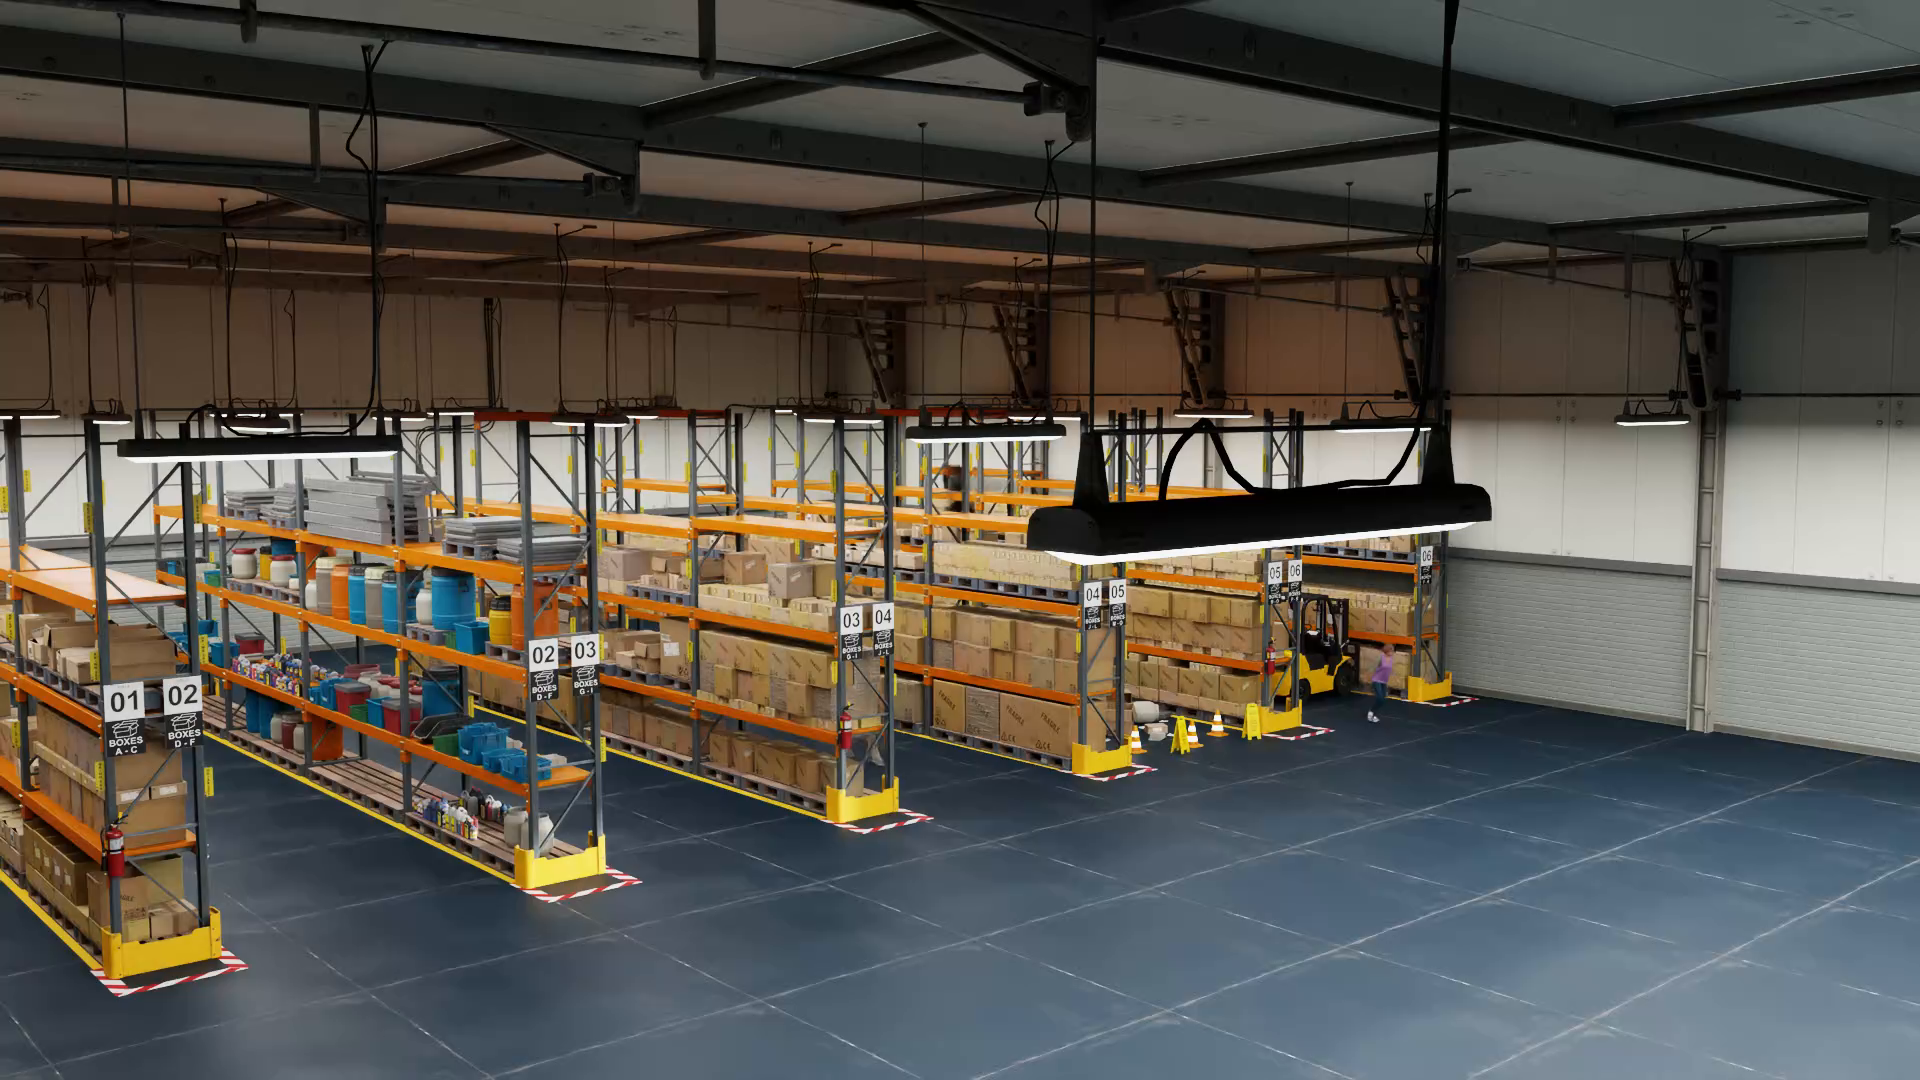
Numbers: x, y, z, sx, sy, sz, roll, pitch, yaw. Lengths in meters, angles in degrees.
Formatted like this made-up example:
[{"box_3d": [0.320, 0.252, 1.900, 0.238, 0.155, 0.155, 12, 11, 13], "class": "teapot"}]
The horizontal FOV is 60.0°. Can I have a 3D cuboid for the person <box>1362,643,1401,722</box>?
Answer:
[{"box_3d": [8.123, 2.751, 32.013, 0.543, 1.549, 0.603, -3, 6, -34], "class": "person"}]

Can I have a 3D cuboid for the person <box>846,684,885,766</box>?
[{"box_3d": [-1.648, 2.967, 28.543, 0.971, 1.728, 0.620, 2, 5, 20], "class": "person"}]
